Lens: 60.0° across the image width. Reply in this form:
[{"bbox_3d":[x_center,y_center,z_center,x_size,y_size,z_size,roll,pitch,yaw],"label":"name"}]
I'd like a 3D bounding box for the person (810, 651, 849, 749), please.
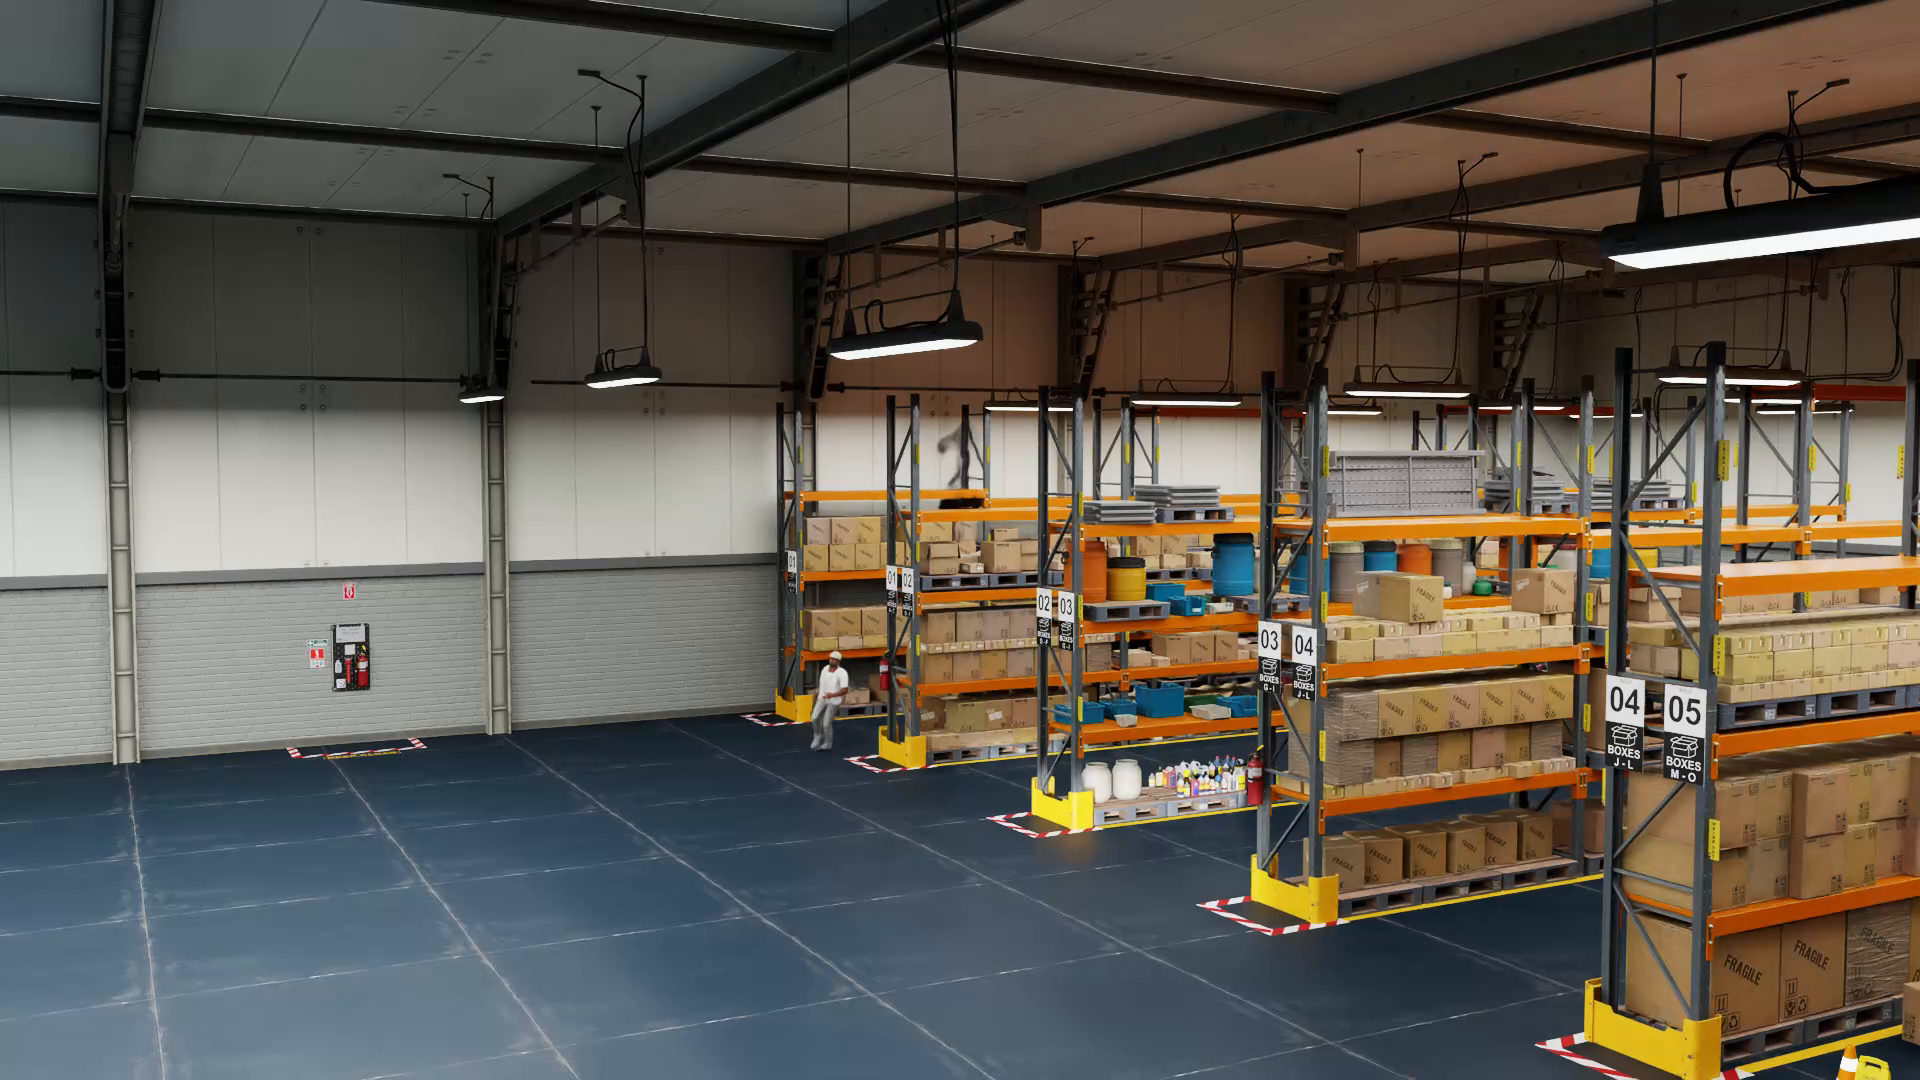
[{"bbox_3d":[-2.213,2.716,27.991,0.723,1.689,0.653,2,4,27],"label":"person"}]

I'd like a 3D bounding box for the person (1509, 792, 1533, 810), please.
[{"bbox_3d":[7.474,2.992,22.329,0.902,1.793,0.653,-3,4,-38],"label":"person"}]

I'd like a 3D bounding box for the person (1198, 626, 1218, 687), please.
[{"bbox_3d":[5.008,2.480,33.318,0.553,1.617,0.562,-3,4,-40],"label":"person"}]
